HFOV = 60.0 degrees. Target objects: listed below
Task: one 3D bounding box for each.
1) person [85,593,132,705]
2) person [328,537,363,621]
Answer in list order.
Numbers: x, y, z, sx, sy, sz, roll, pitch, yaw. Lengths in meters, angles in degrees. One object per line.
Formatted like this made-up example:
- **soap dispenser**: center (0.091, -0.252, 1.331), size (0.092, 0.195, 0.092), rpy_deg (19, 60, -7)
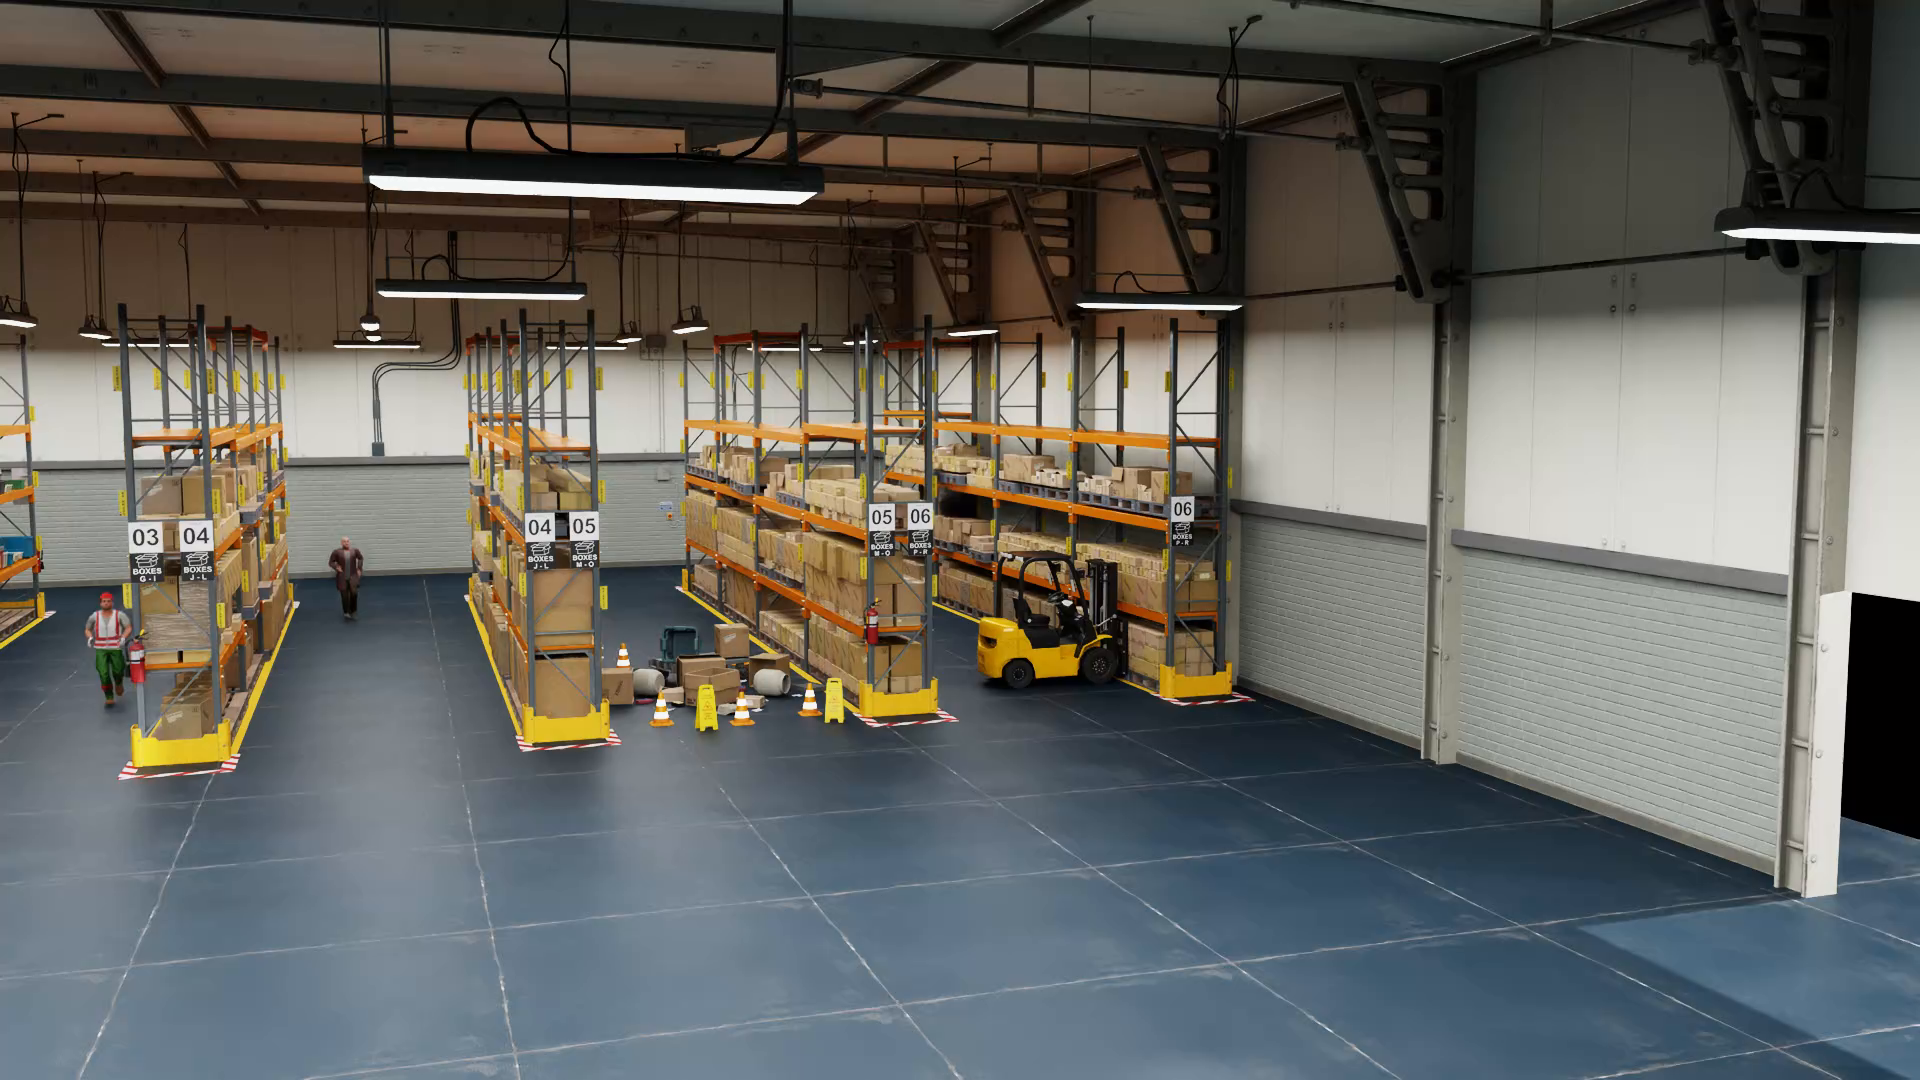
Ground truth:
- **person**: center (-13.251, 1.683, 25.883), size (0.654, 1.737, 0.622), rpy_deg (-2, 6, -22)
- **person**: center (-12.884, 0.821, 34.943), size (0.706, 1.791, 0.746), rpy_deg (-2, 6, -23)
